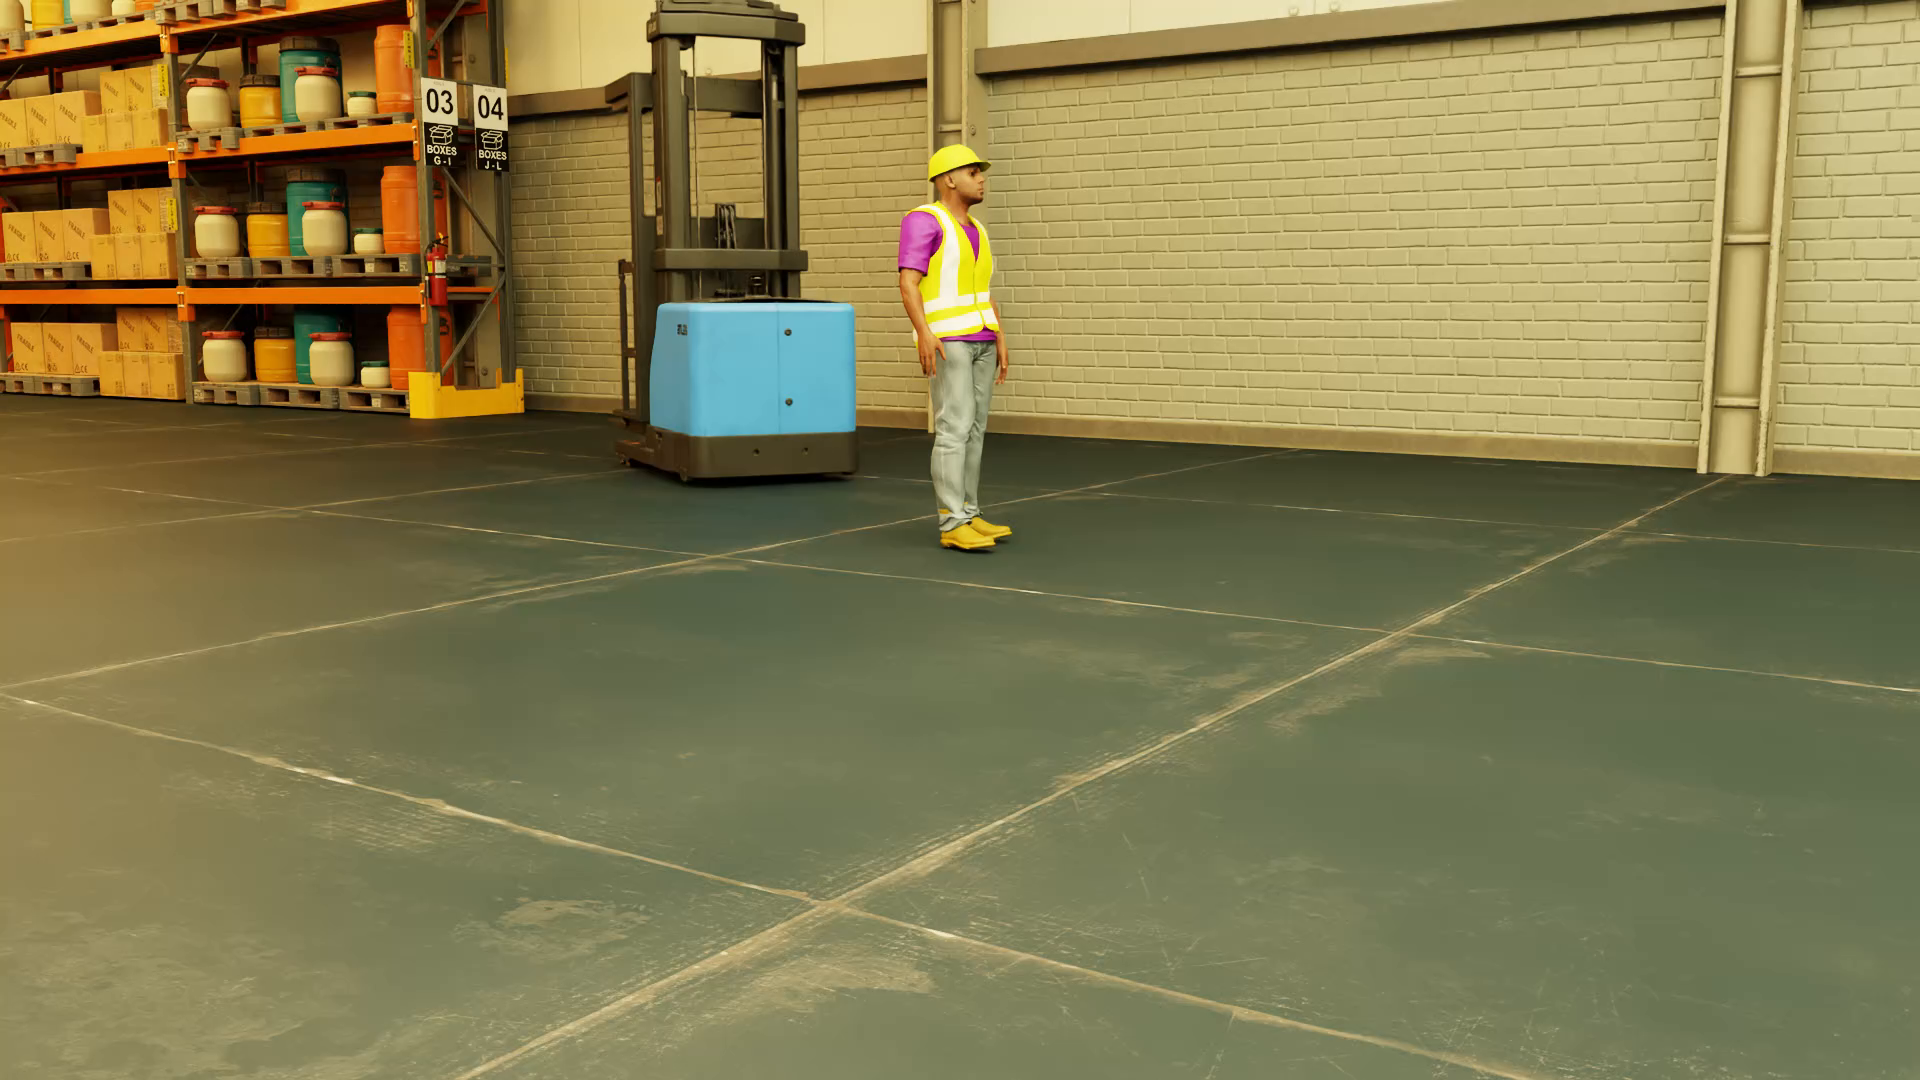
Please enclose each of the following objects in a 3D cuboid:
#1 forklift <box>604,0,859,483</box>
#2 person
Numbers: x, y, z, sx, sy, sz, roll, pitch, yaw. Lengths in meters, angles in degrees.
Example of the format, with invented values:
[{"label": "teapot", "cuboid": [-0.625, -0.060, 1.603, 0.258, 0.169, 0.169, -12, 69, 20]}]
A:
[{"label": "forklift", "cuboid": [-1.678, -1.957, 10.958, 1.130, 2.935, 3.031, -4, 9, -24]}, {"label": "person", "cuboid": [0.054, -0.876, 7.435, 0.577, 1.765, 0.666, 5, 10, 34]}]
